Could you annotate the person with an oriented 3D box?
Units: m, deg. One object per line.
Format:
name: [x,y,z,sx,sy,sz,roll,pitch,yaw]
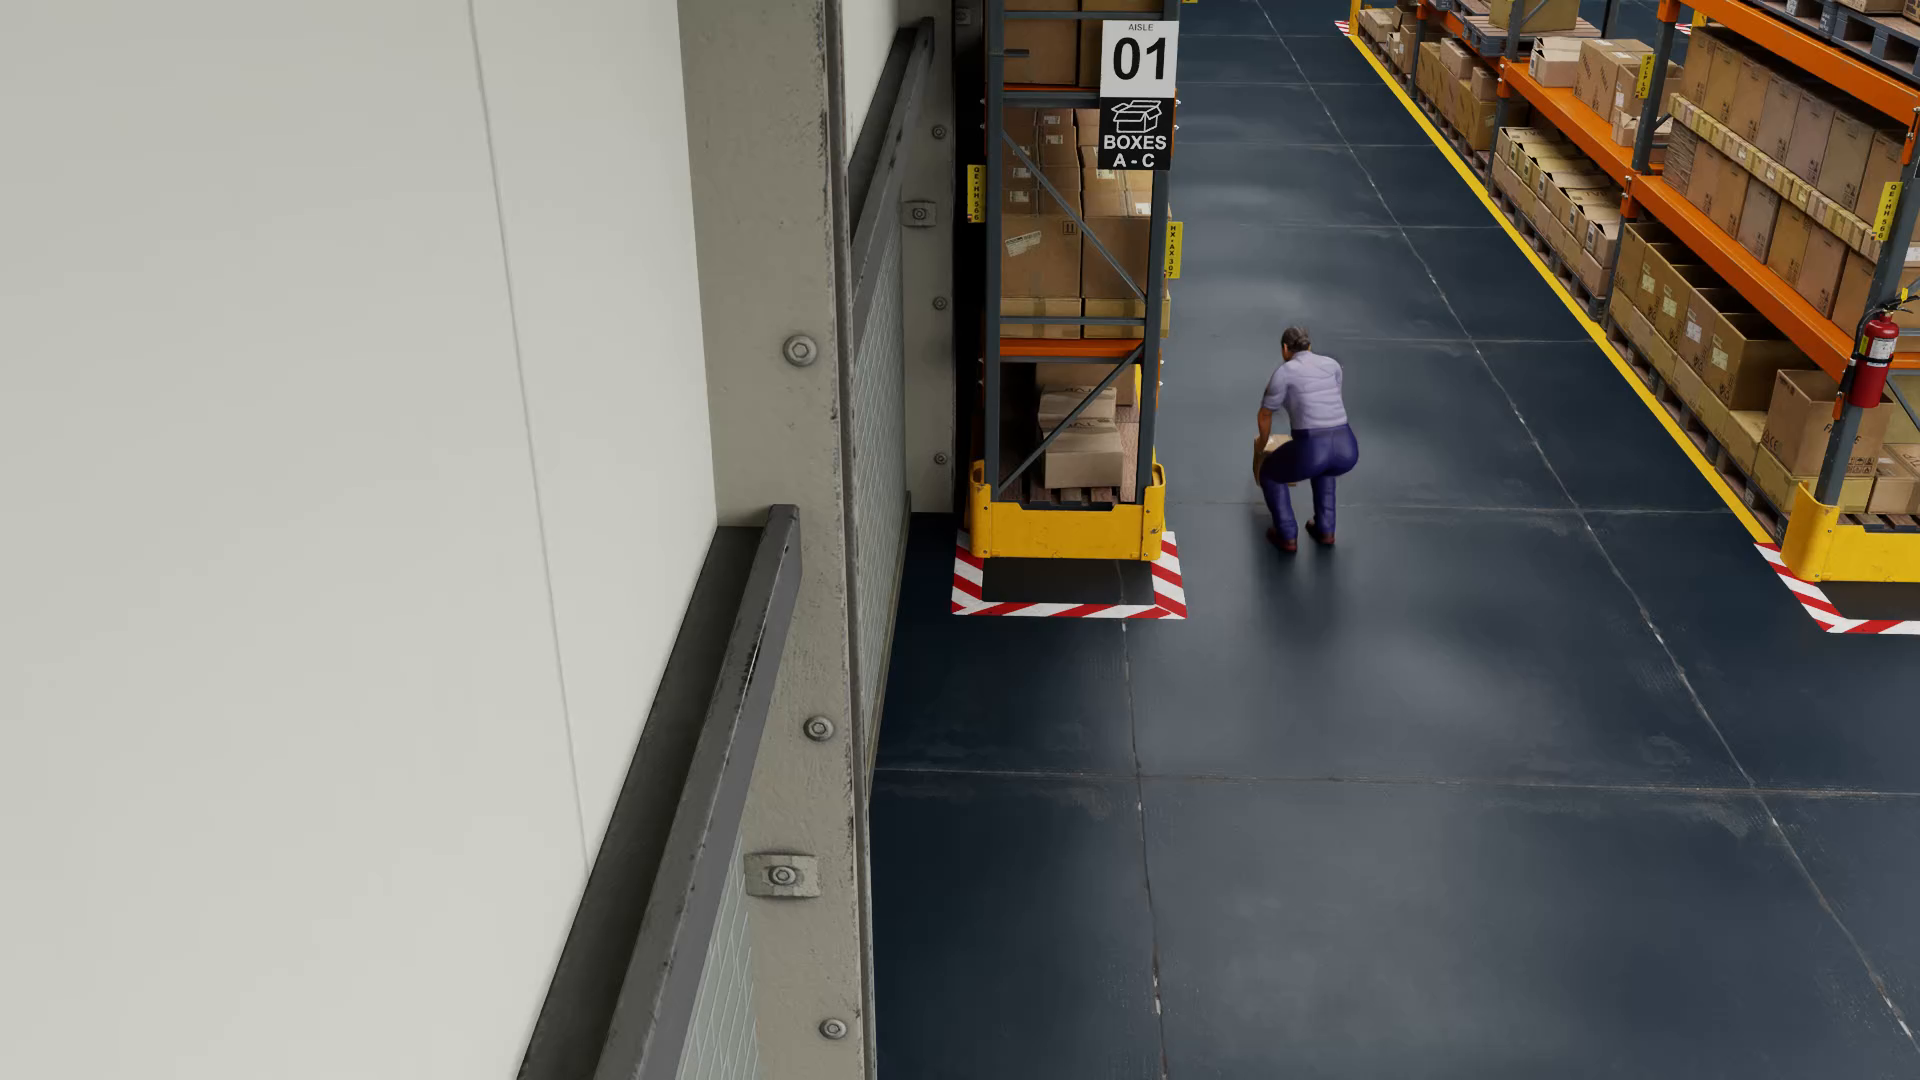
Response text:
person: [2.090,-0.591,10.106,0.535,1.314,0.687,-7,29,-12]
